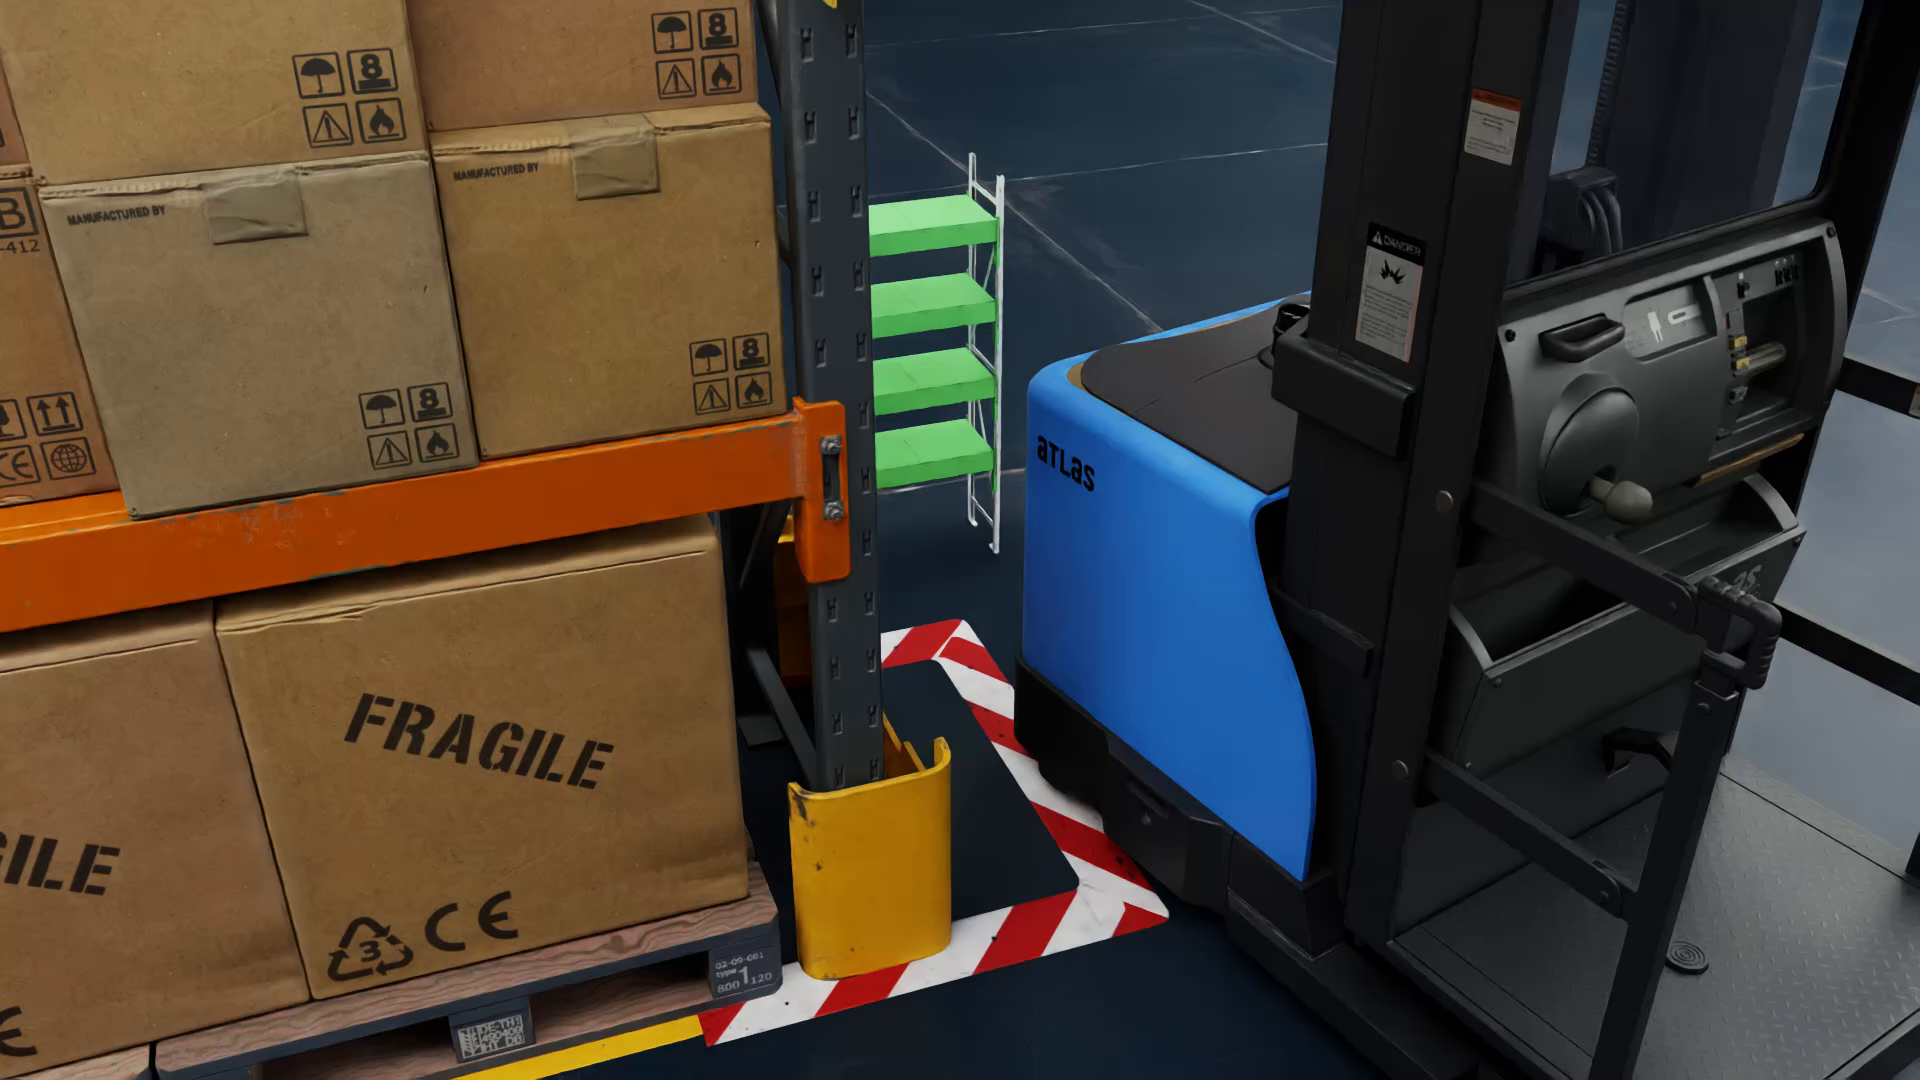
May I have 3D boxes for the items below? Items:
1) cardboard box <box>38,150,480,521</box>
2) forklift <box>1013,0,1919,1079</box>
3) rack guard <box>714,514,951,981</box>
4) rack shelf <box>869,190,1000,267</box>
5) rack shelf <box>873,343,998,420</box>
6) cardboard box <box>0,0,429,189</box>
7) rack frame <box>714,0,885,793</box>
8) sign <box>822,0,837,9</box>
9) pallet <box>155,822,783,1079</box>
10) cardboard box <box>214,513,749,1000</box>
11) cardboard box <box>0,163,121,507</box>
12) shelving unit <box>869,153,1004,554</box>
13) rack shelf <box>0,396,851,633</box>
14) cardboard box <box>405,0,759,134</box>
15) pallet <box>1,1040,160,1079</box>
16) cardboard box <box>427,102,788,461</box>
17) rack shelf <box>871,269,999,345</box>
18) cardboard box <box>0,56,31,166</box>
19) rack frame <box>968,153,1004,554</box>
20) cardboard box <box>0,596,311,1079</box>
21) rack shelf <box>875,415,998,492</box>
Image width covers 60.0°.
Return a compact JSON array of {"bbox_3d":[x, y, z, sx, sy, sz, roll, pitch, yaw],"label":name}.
[{"bbox_3d":[-1.227,-0.515,2.972,0.550,0.550,0.875,-10,31,-18],"label":"cardboard box"},{"bbox_3d":[1.374,-0.258,2.742,1.130,2.935,3.031,-18,34,-29],"label":"forklift"},{"bbox_3d":[-0.365,0.442,3.969,0.348,0.500,1.175,-10,31,-18],"label":"rack guard"},{"bbox_3d":[-0.155,-0.854,4.697,0.480,0.148,0.258,-10,31,-18],"label":"rack shelf"},{"bbox_3d":[-0.155,-0.437,4.934,0.480,0.148,0.258,-10,31,-18],"label":"rack shelf"},{"bbox_3d":[-1.232,-0.991,2.716,0.550,0.550,0.875,-10,31,-18],"label":"cardboard box"},{"bbox_3d":[-0.387,-0.640,3.343,0.127,3.000,1.000,-10,31,-18],"label":"rack frame"},{"bbox_3d":[-0.211,-0.992,2.552,0.005,0.325,0.100,-10,31,-18],"label":"sign"},{"bbox_3d":[-1.109,0.746,3.728,1.213,0.211,1.003,-10,31,-18],"label":"pallet"},{"bbox_3d":[-1.000,0.248,3.506,0.875,0.875,0.875,-10,31,-17],"label":"cardboard box"},{"bbox_3d":[-1.796,-0.477,2.905,0.550,0.550,0.875,-10,31,-18],"label":"cardboard box"},{"bbox_3d":[-0.155,-0.493,4.903,0.503,1.200,0.258,-10,31,-18],"label":"shelving unit"},{"bbox_3d":[-2.262,0.018,2.915,4.000,0.370,1.077,-10,31,-18],"label":"rack shelf"},{"bbox_3d":[-0.749,-1.128,2.958,0.550,0.550,0.875,-10,31,-18],"label":"cardboard box"},{"bbox_3d":[-2.251,0.955,3.361,1.213,0.211,1.003,-10,31,-18],"label":"pallet"},{"bbox_3d":[-0.719,-0.620,3.157,0.550,0.550,0.875,-10,31,-18],"label":"cardboard box"},{"bbox_3d":[-0.155,-0.646,4.816,0.480,0.148,0.258,-10,31,-18],"label":"rack shelf"},{"bbox_3d":[-1.804,-0.957,2.657,0.550,0.550,0.875,-10,31,-18],"label":"cardboard box"},{"bbox_3d":[0.074,-0.535,4.977,0.015,1.200,0.240,-10,31,-18],"label":"rack frame"},{"bbox_3d":[-1.824,0.401,3.238,0.875,0.875,0.875,-11,31,-18],"label":"cardboard box"},{"bbox_3d":[-0.155,-0.229,5.053,0.480,0.148,0.258,-10,31,-18],"label":"rack shelf"}]
